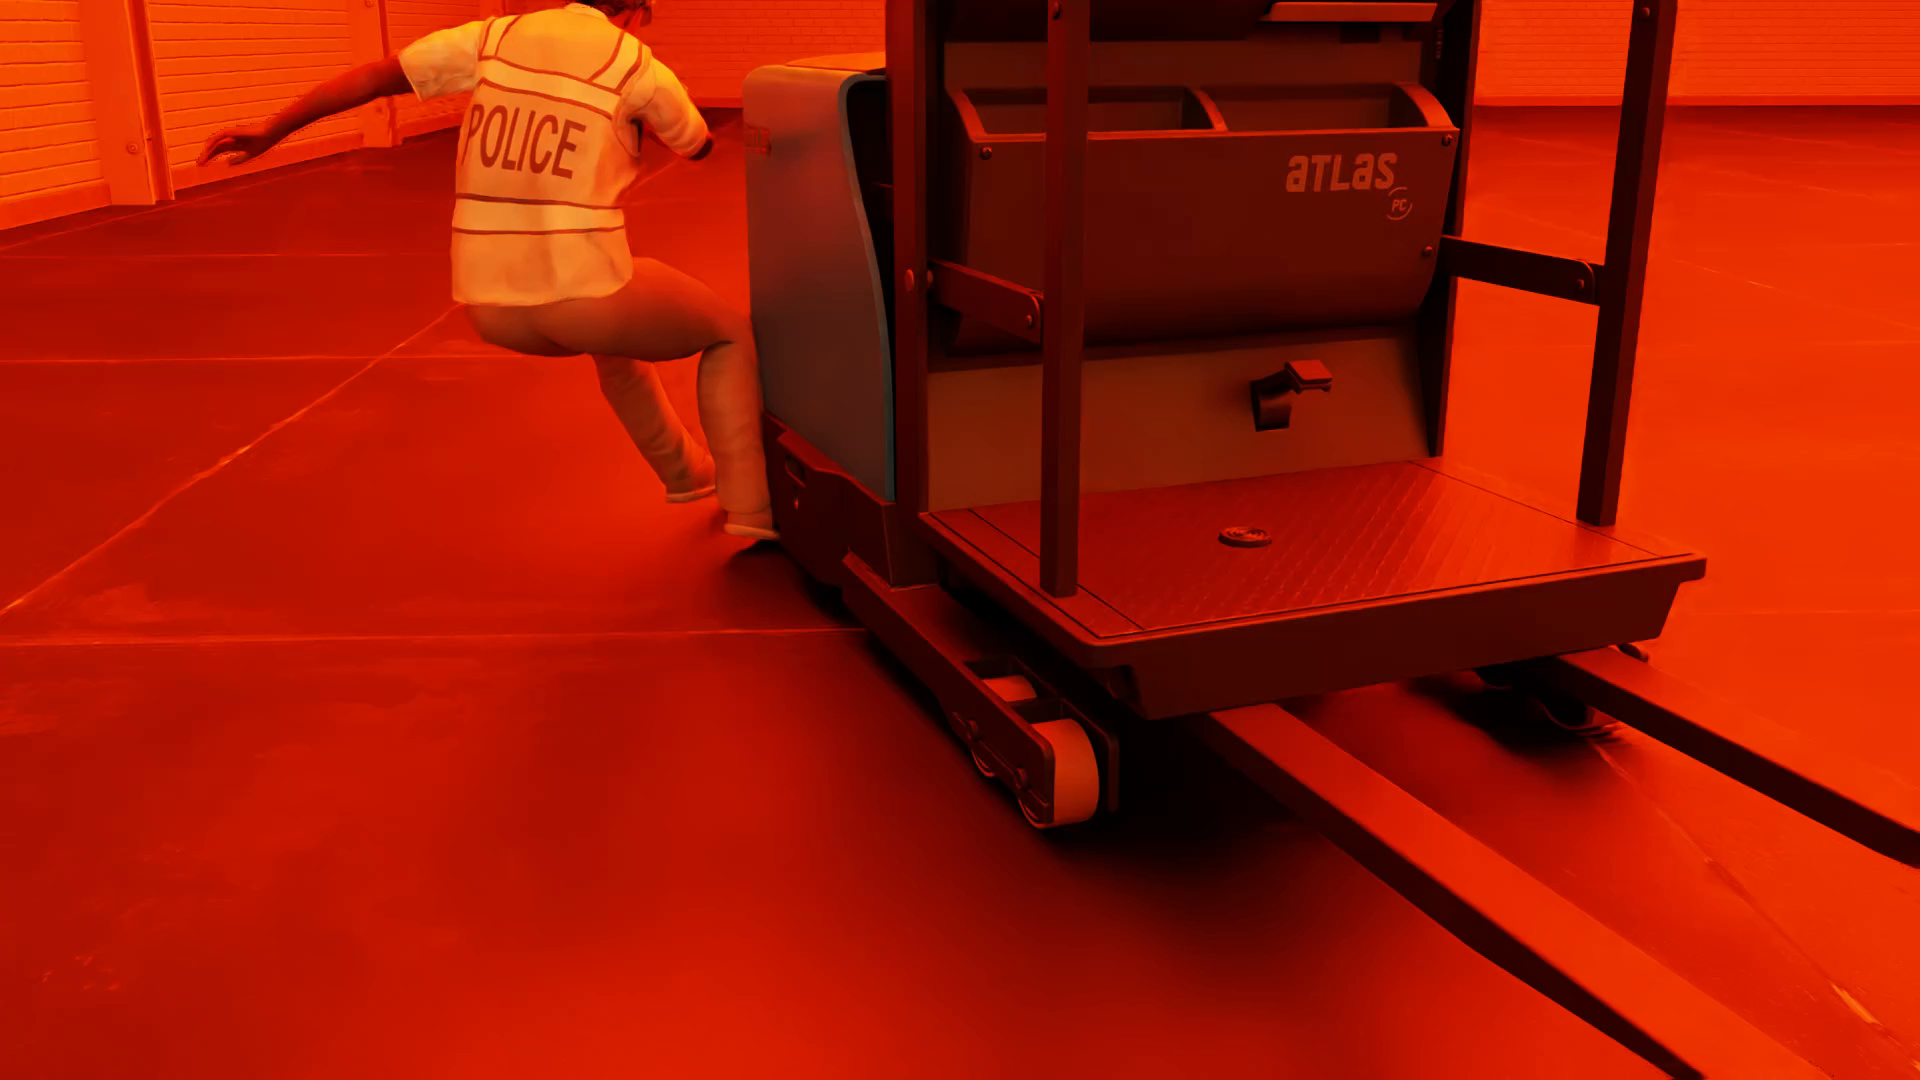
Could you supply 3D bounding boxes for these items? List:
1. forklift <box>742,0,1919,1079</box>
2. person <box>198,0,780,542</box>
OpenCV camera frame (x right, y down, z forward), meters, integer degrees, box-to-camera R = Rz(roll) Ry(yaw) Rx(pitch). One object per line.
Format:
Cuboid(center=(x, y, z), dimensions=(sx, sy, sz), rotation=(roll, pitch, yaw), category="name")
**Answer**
Cuboid(center=(0.505, -1.105, 2.521), dimensions=(1.130, 2.935, 3.031), rotation=(-7, 18, -21), category="forklift")
Cuboid(center=(-0.917, -0.632, 3.743), dimensions=(1.125, 1.383, 0.892), rotation=(5, 18, 15), category="person")
